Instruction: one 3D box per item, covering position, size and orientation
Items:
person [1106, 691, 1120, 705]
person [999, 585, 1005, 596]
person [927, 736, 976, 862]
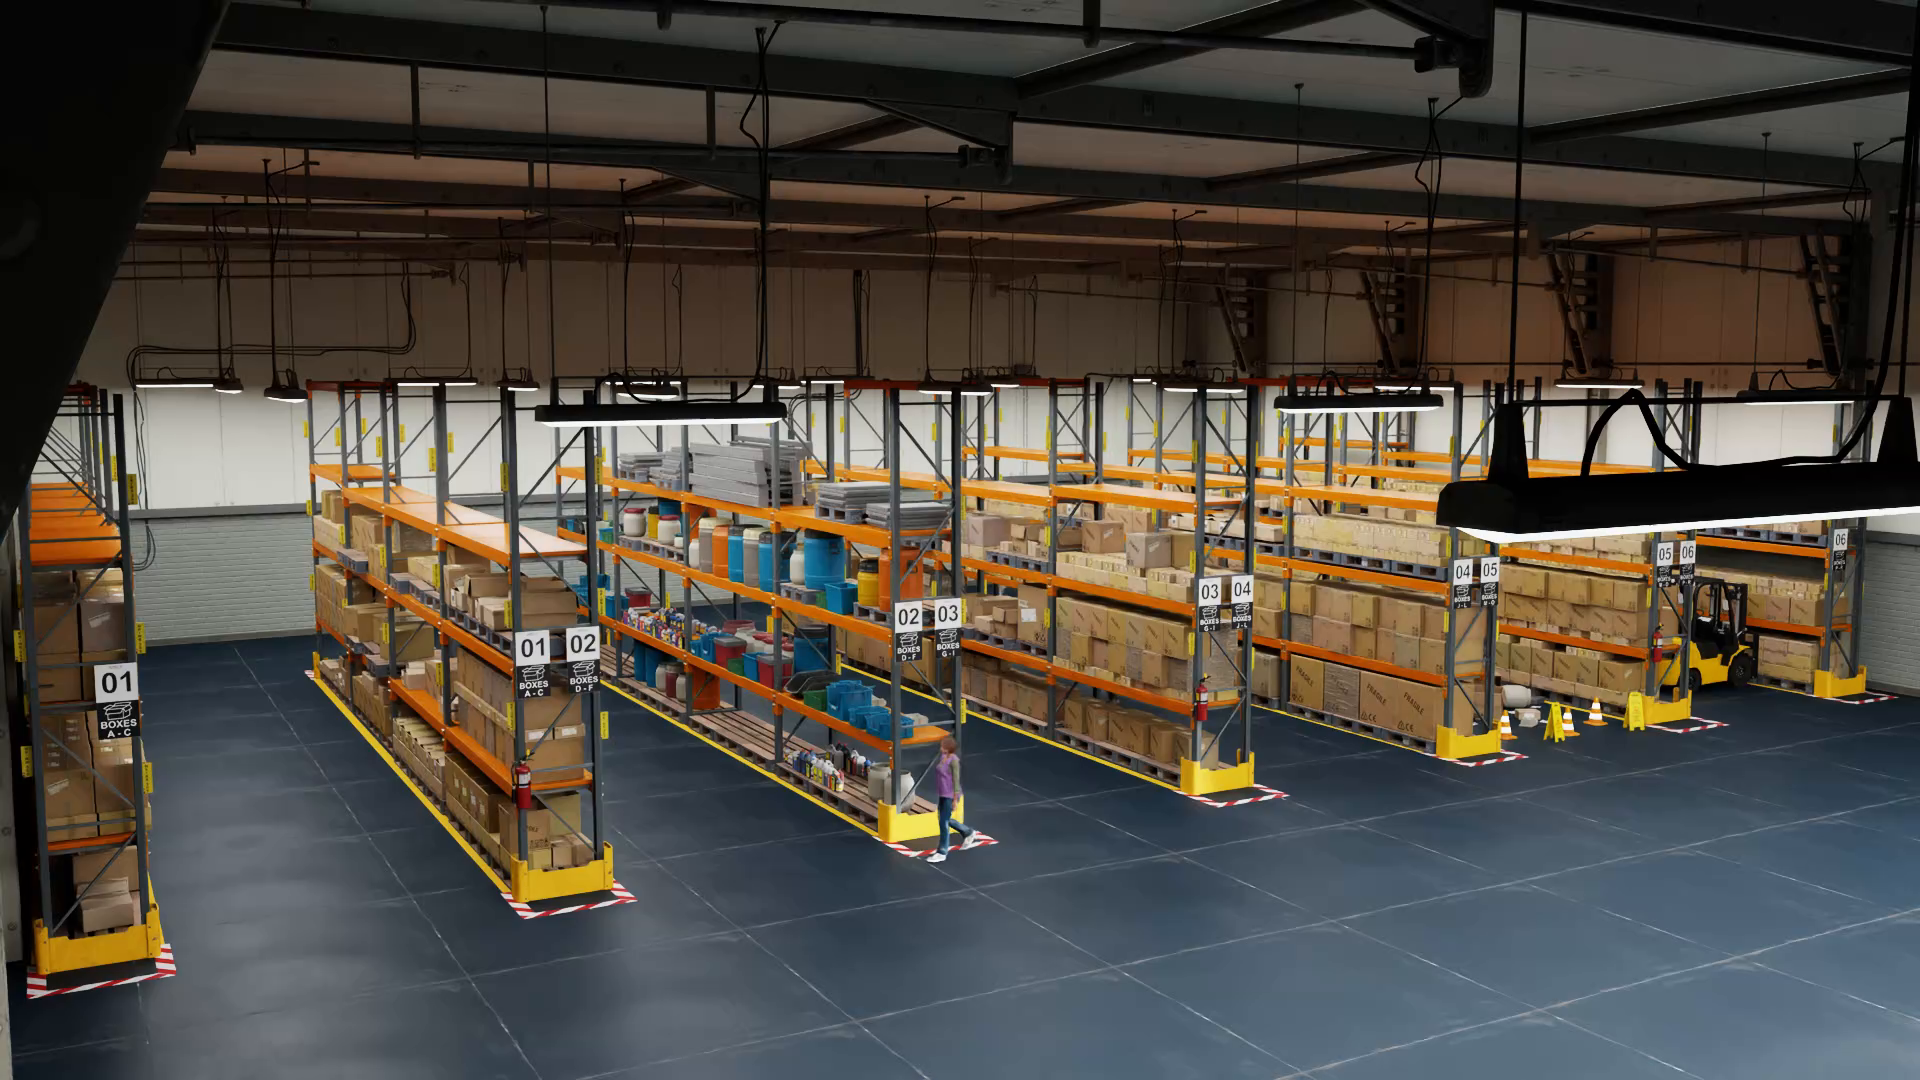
[{"bbox_3d":[2.770,2.193,31.085,0.615,1.695,0.849,-2,6,-17],"label":"person"},{"bbox_3d":[1.087,0.685,44.844,0.575,1.747,0.795,3,7,28],"label":"person"},{"bbox_3d":[-0.124,3.288,21.249,0.734,1.566,0.449,-3,7,-23],"label":"person"}]
